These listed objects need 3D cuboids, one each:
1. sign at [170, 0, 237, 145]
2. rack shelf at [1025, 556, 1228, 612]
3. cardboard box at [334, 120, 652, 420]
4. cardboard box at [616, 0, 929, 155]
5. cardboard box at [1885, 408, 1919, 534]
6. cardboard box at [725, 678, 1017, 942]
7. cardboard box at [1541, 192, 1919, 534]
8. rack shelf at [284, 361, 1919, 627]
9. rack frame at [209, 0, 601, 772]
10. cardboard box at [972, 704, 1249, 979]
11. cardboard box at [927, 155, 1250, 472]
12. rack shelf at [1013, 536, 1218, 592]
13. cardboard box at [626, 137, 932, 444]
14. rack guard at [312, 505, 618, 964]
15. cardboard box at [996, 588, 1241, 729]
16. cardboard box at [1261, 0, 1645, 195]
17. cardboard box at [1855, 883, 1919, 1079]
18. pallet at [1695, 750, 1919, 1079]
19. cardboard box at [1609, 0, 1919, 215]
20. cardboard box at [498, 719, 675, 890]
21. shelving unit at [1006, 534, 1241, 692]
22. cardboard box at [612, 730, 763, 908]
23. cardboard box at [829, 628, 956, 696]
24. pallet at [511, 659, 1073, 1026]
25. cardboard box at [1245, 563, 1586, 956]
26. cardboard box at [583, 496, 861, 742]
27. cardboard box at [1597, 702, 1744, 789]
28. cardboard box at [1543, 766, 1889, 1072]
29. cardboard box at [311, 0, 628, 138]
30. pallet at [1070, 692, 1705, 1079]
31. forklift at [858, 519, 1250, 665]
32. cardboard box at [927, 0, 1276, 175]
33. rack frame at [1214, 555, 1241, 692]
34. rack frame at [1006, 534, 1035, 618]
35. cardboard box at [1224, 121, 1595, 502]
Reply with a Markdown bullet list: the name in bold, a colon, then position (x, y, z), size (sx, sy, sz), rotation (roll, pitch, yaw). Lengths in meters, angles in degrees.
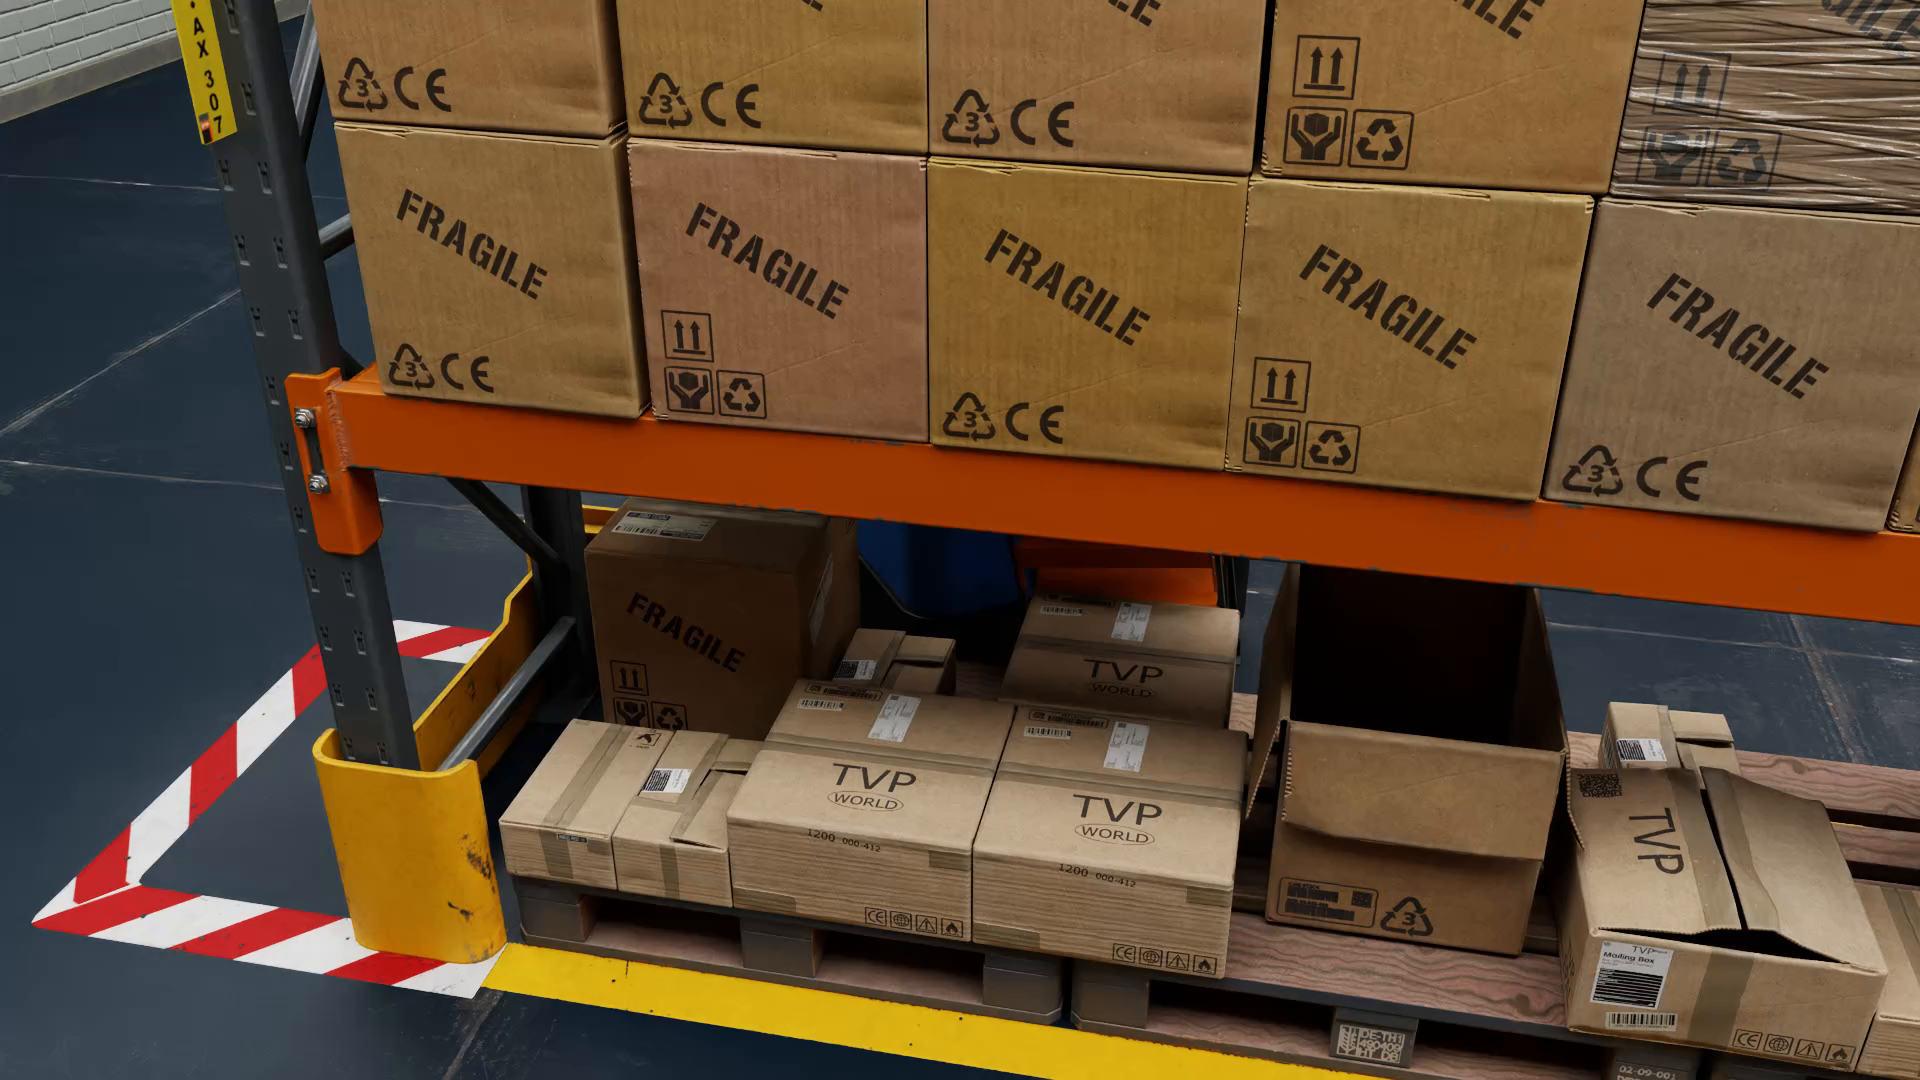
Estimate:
- **sign**: position (-1.245, -0.820, 2.723), size (0.005, 0.325, 0.100), rotation (6, 29, 11)
- **rack shelf**: position (0.428, 0.133, 4.199), size (0.480, 0.148, 0.258), rotation (0, 42, 15)
- **cardboard box**: position (-0.753, -0.571, 3.065), size (0.500, 0.500, 0.500), rotation (6, 29, 12)
- **cardboard box**: position (-0.240, -0.961, 2.736), size (0.500, 0.500, 0.500), rotation (6, 29, 11)
- **cardboard box**: position (1.734, -0.319, 2.605), size (0.500, 0.500, 0.500), rotation (7, 29, 12)
- **cardboard box**: position (-0.170, 0.556, 3.517), size (0.500, 0.250, 0.500), rotation (6, 29, 11)
- **cardboard box**: position (1.231, -0.369, 2.697), size (0.500, 0.500, 0.500), rotation (7, 29, 12)
- **rack shelf**: position (0.824, -0.179, 3.203), size (4.000, 0.370, 1.077), rotation (6, 29, 11)
- **rack frame**: position (-1.131, -0.695, 3.397), size (0.127, 3.000, 1.000), rotation (6, 29, 11)
- **cardboard box**: position (0.319, 0.606, 3.425), size (0.500, 0.250, 0.500), rotation (6, 29, 11)
- **cardboard box**: position (0.243, -0.470, 2.881), size (0.500, 0.500, 0.500), rotation (6, 29, 10)
- **rack shelf**: position (0.394, -0.014, 4.070), size (0.480, 0.148, 0.258), rotation (0, 42, 15)
- **cardboard box**: position (-0.247, -0.522, 2.975), size (0.500, 0.500, 0.500), rotation (6, 29, 10)
- **rack guard**: position (-1.057, 0.409, 3.983), size (0.348, 0.500, 1.175), rotation (6, 29, 11)
- **cardboard box**: position (0.375, 0.366, 3.863), size (0.500, 0.250, 0.500), rotation (6, 29, 11)
- **cardboard box**: position (0.746, -0.858, 2.548), size (0.500, 0.500, 0.500), rotation (6, 29, 10)
- **cardboard box**: position (1.785, 0.830, 3.121), size (0.250, 0.149, 0.380), rotation (6, 29, 11)
- **pallet**: position (2.109, 0.860, 3.460), size (1.213, 0.211, 1.003), rotation (6, 29, 11)
- **cardboard box**: position (1.237, -0.807, 2.454), size (0.500, 0.500, 0.500), rotation (6, 29, 11)
- **cardboard box**: position (-0.794, 0.565, 3.604), size (0.250, 0.149, 0.380), rotation (6, 29, 11)
- **shelving unit**: position (0.383, -0.063, 4.026), size (0.503, 1.200, 0.258), rotation (0, 42, 15)
- **cardboard box**: position (-0.549, 0.583, 3.554), size (0.250, 0.166, 0.380), rotation (6, 29, 11)
- **cardboard box**: position (-0.171, 0.376, 3.932), size (0.250, 0.166, 0.380), rotation (6, 29, 11)
- **pallet**: position (-0.277, 0.615, 3.907), size (1.213, 0.211, 1.003), rotation (6, 29, 11)
- **cardboard box**: position (0.942, 0.422, 3.498), size (0.637, 0.503, 0.797), rotation (6, 29, 11)
- **cardboard box**: position (-0.548, 0.147, 4.003), size (0.500, 0.500, 0.500), rotation (6, 29, 11)
- **cardboard box**: position (1.567, 0.530, 3.651), size (0.250, 0.166, 0.380), rotation (6, 29, 11)
- **cardboard box**: position (1.430, 0.693, 3.202), size (0.500, 0.311, 0.500), rotation (6, 29, 11)
- **cardboard box**: position (-0.753, -1.010, 2.825), size (0.500, 0.500, 0.500), rotation (7, 29, 12)
- **pallet**: position (0.912, 0.738, 3.682), size (1.213, 0.211, 1.003), rotation (6, 29, 11)
- **forklift**: position (-0.257, -1.559, 5.045), size (1.130, 2.935, 3.031), rotation (-12, 31, -21)
- **cardboard box**: position (0.249, -0.908, 2.640), size (0.500, 0.500, 0.500), rotation (6, 29, 11)
- **rack frame**: position (0.619, -0.064, 3.965), size (0.015, 1.200, 0.240), rotation (0, 42, 15)
- **rack frame**: position (0.146, -0.062, 4.087), size (0.015, 1.200, 0.240), rotation (0, 42, 15)
- **cardboard box**: position (0.732, -0.419, 2.788), size (0.500, 0.500, 0.500), rotation (6, 29, 11)
